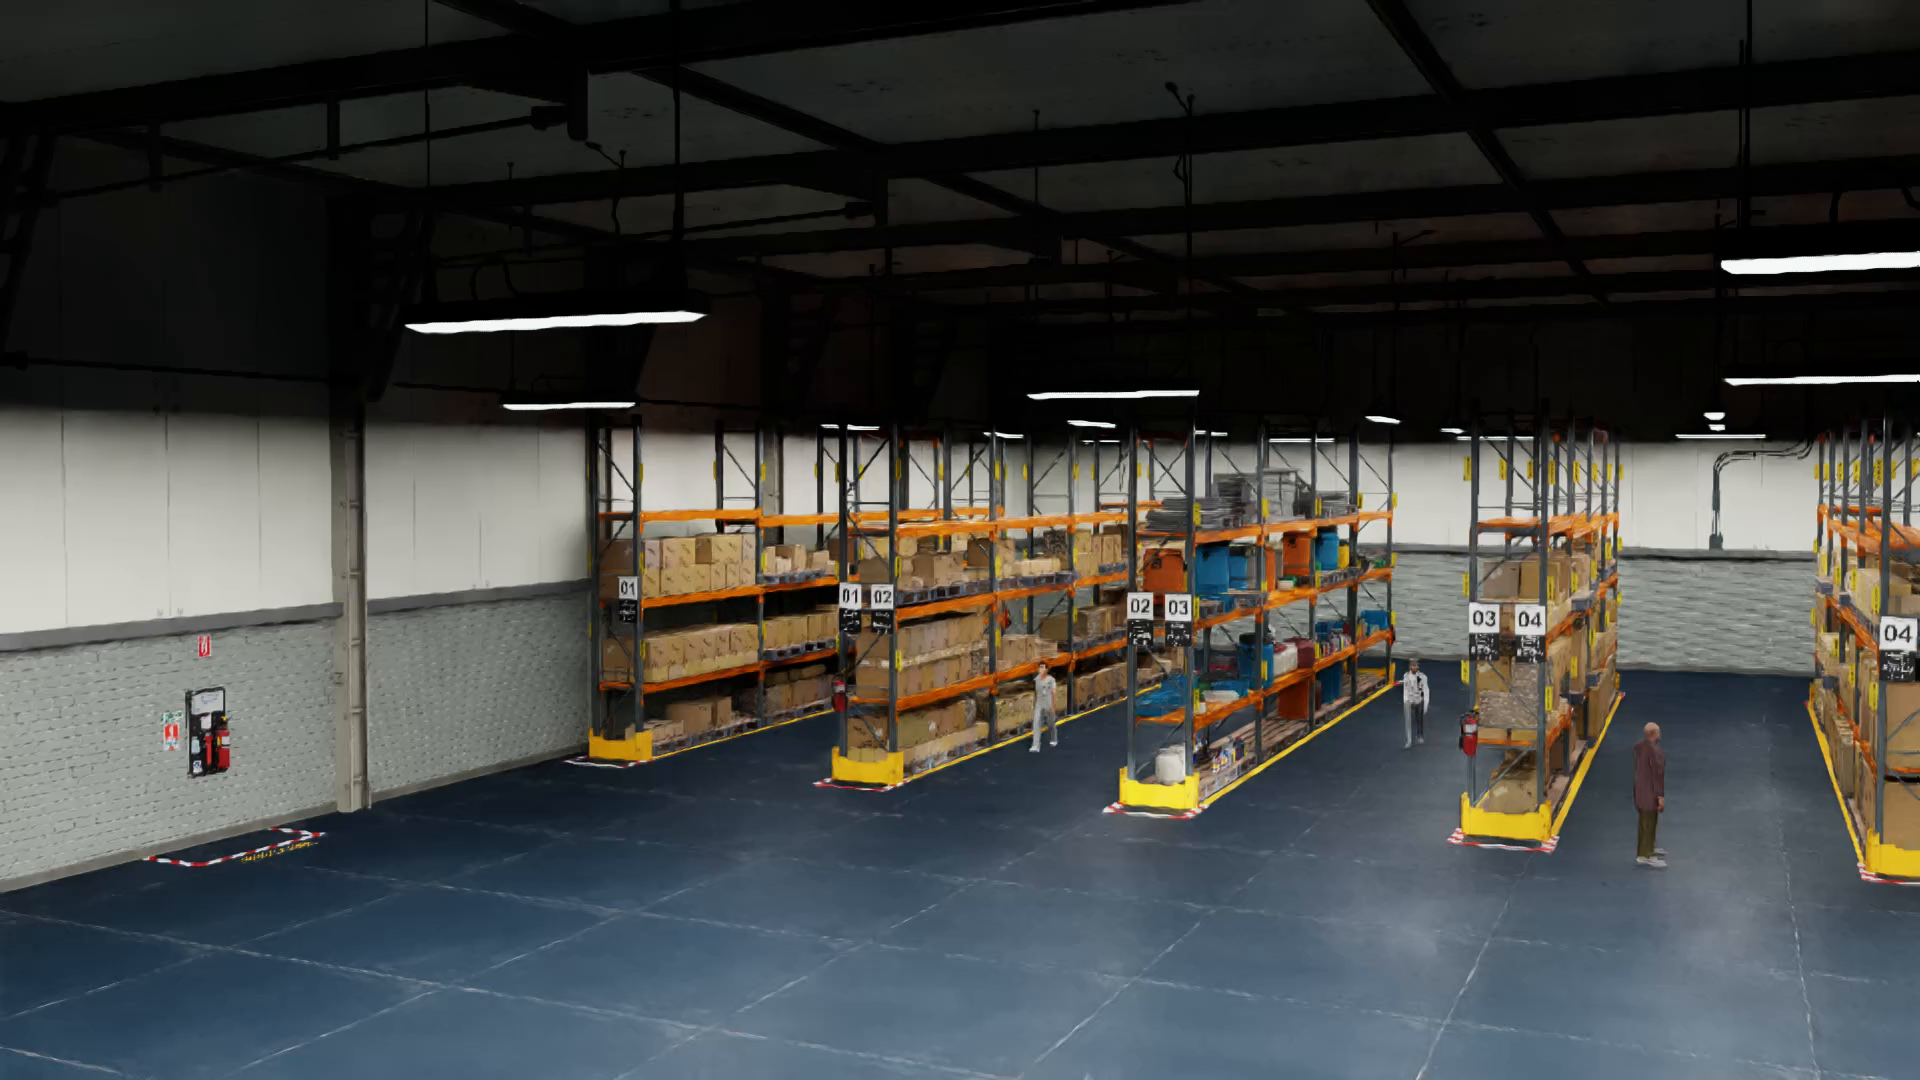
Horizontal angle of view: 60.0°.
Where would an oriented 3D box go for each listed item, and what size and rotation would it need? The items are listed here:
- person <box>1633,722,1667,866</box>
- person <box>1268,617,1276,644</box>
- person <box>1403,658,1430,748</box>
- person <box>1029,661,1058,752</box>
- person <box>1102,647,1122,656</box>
[{"bbox_3d":[8.864,3.216,21.242,0.516,1.788,0.645,0,2,-3],"label":"person"},{"bbox_3d":[7.265,2.572,39.537,0.497,1.583,1.090,1,3,27],"label":"person"},{"bbox_3d":[8.282,2.938,30.211,0.502,1.625,0.980,1,3,24],"label":"person"},{"bbox_3d":[1.528,2.965,29.770,0.453,1.612,1.019,1,3,24],"label":"person"},{"bbox_3d":[4.009,2.367,43.514,0.685,1.672,0.549,-1,3,-29],"label":"person"}]
